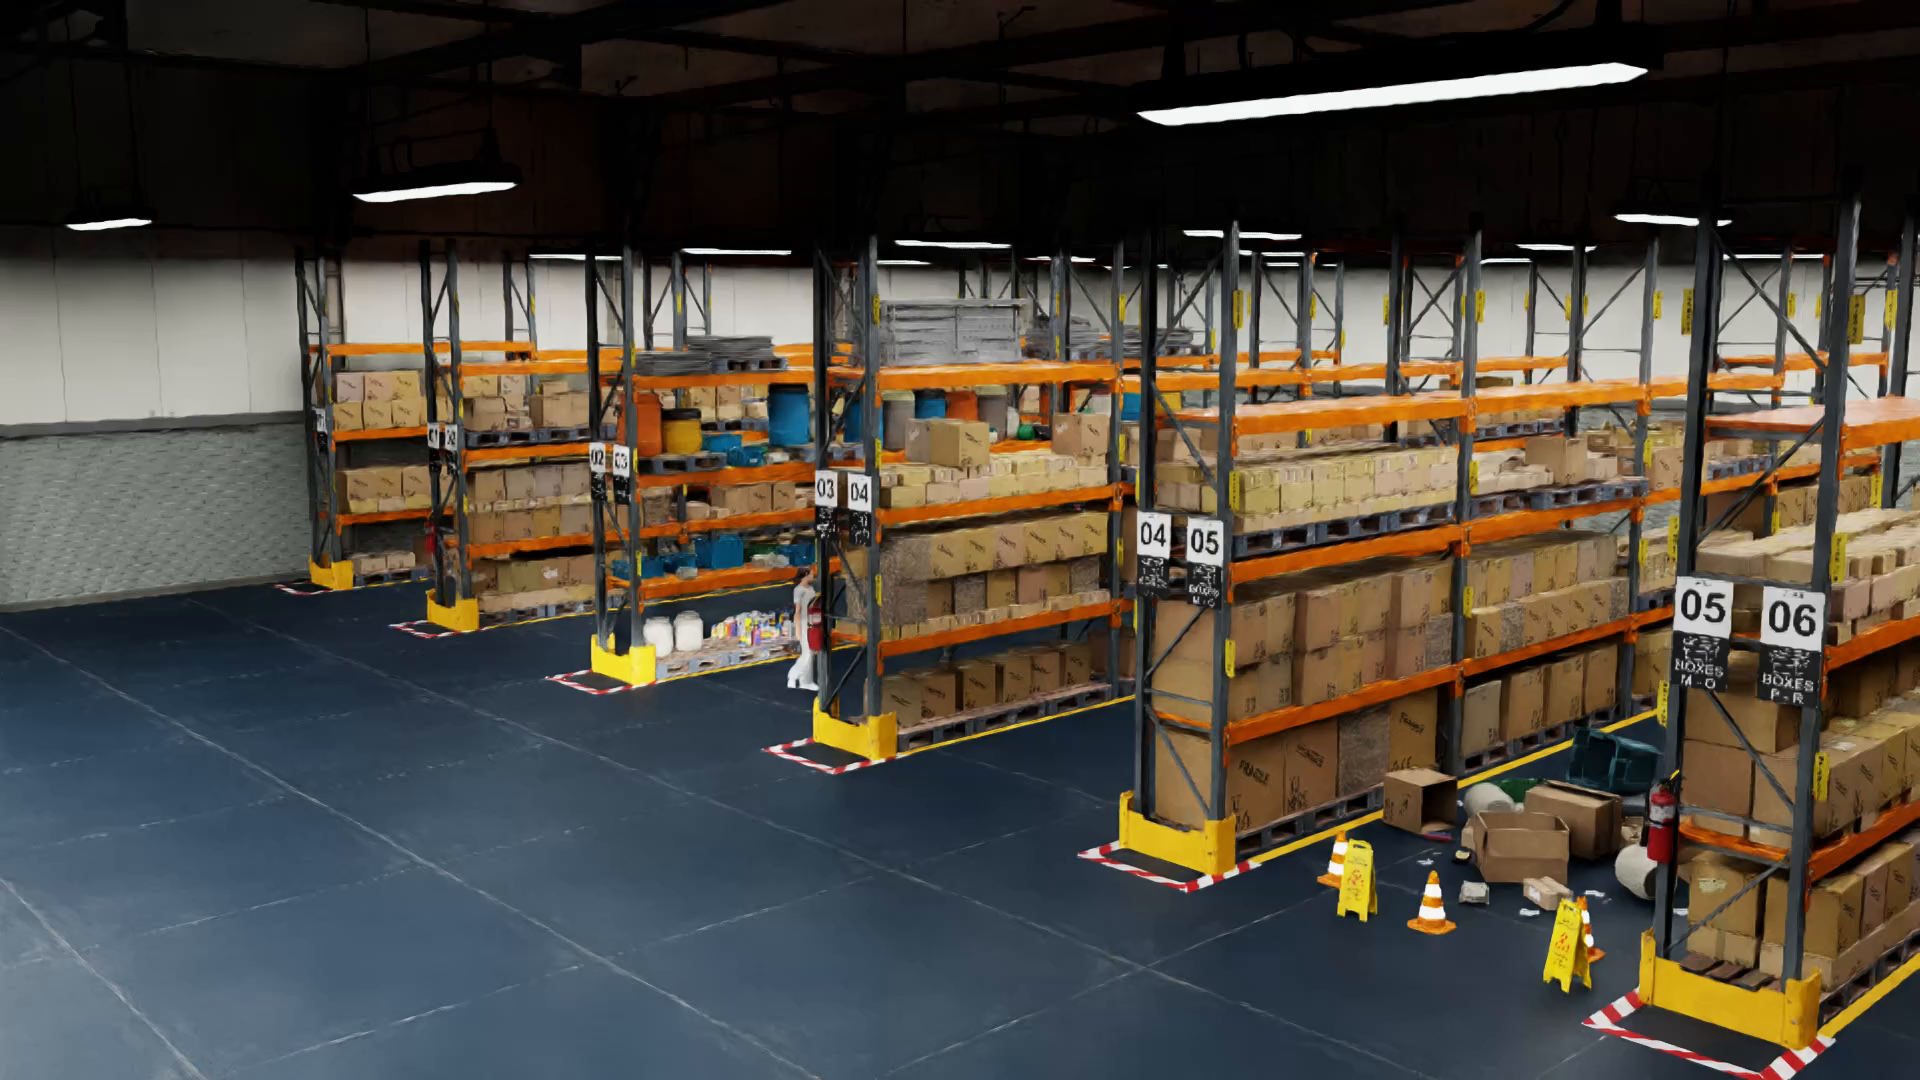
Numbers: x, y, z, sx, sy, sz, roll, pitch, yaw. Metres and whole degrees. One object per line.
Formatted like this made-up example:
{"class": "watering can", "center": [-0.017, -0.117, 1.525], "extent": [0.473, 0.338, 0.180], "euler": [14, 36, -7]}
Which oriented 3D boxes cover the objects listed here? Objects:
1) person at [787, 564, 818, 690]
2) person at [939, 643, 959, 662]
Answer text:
{"class": "person", "center": [-2.053, 1.147, 21.845], "extent": [0.432, 1.670, 0.503], "euler": [3, 9, 19]}
{"class": "person", "center": [-0.160, 0.883, 23.756], "extent": [0.587, 1.644, 0.662], "euler": [7, 11, 38]}
